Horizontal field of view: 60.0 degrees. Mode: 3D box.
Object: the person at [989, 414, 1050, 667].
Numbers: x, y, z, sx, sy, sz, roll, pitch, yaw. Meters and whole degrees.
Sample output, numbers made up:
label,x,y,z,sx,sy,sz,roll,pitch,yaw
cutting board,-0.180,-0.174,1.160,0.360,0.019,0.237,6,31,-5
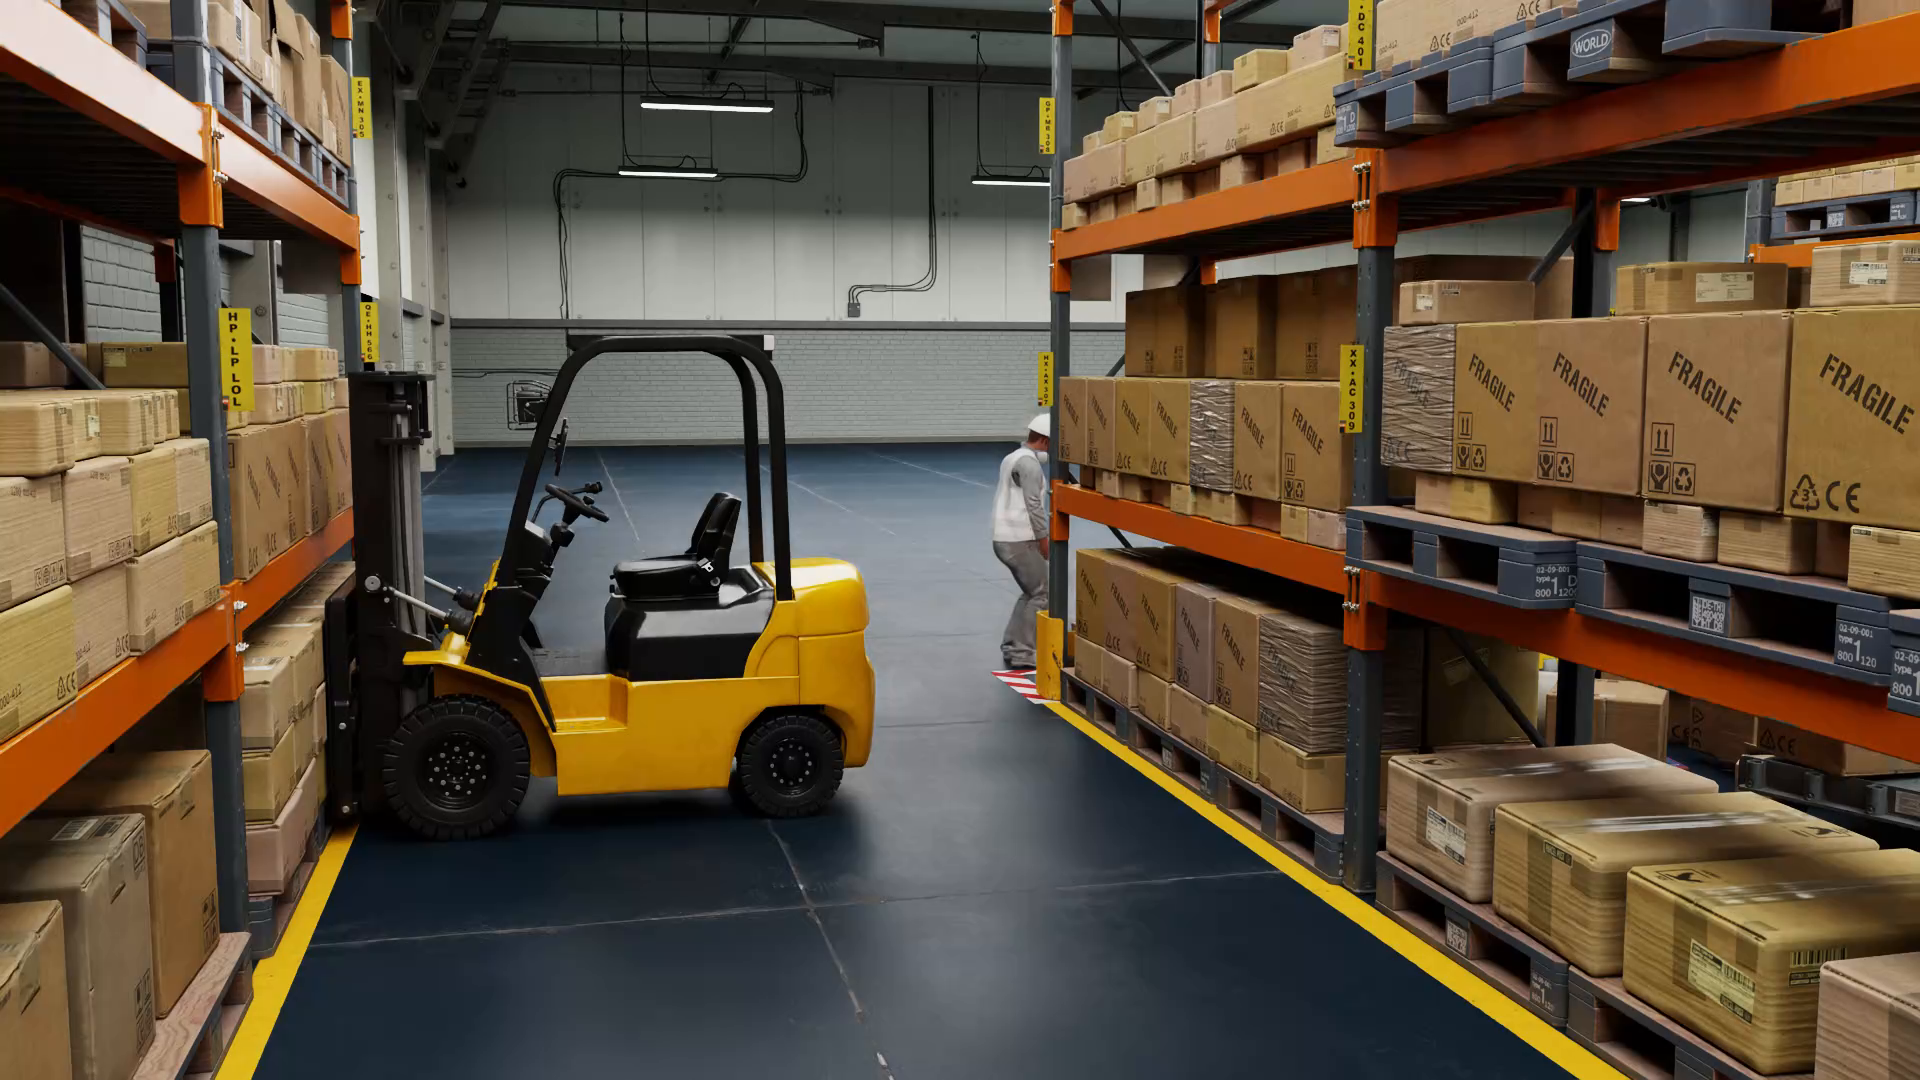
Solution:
label,x,y,z,sx,sy,sz,roll,pitch,yaw
person,0.458,-0.005,11.284,0.516,1.695,0.567,-1,6,-7
